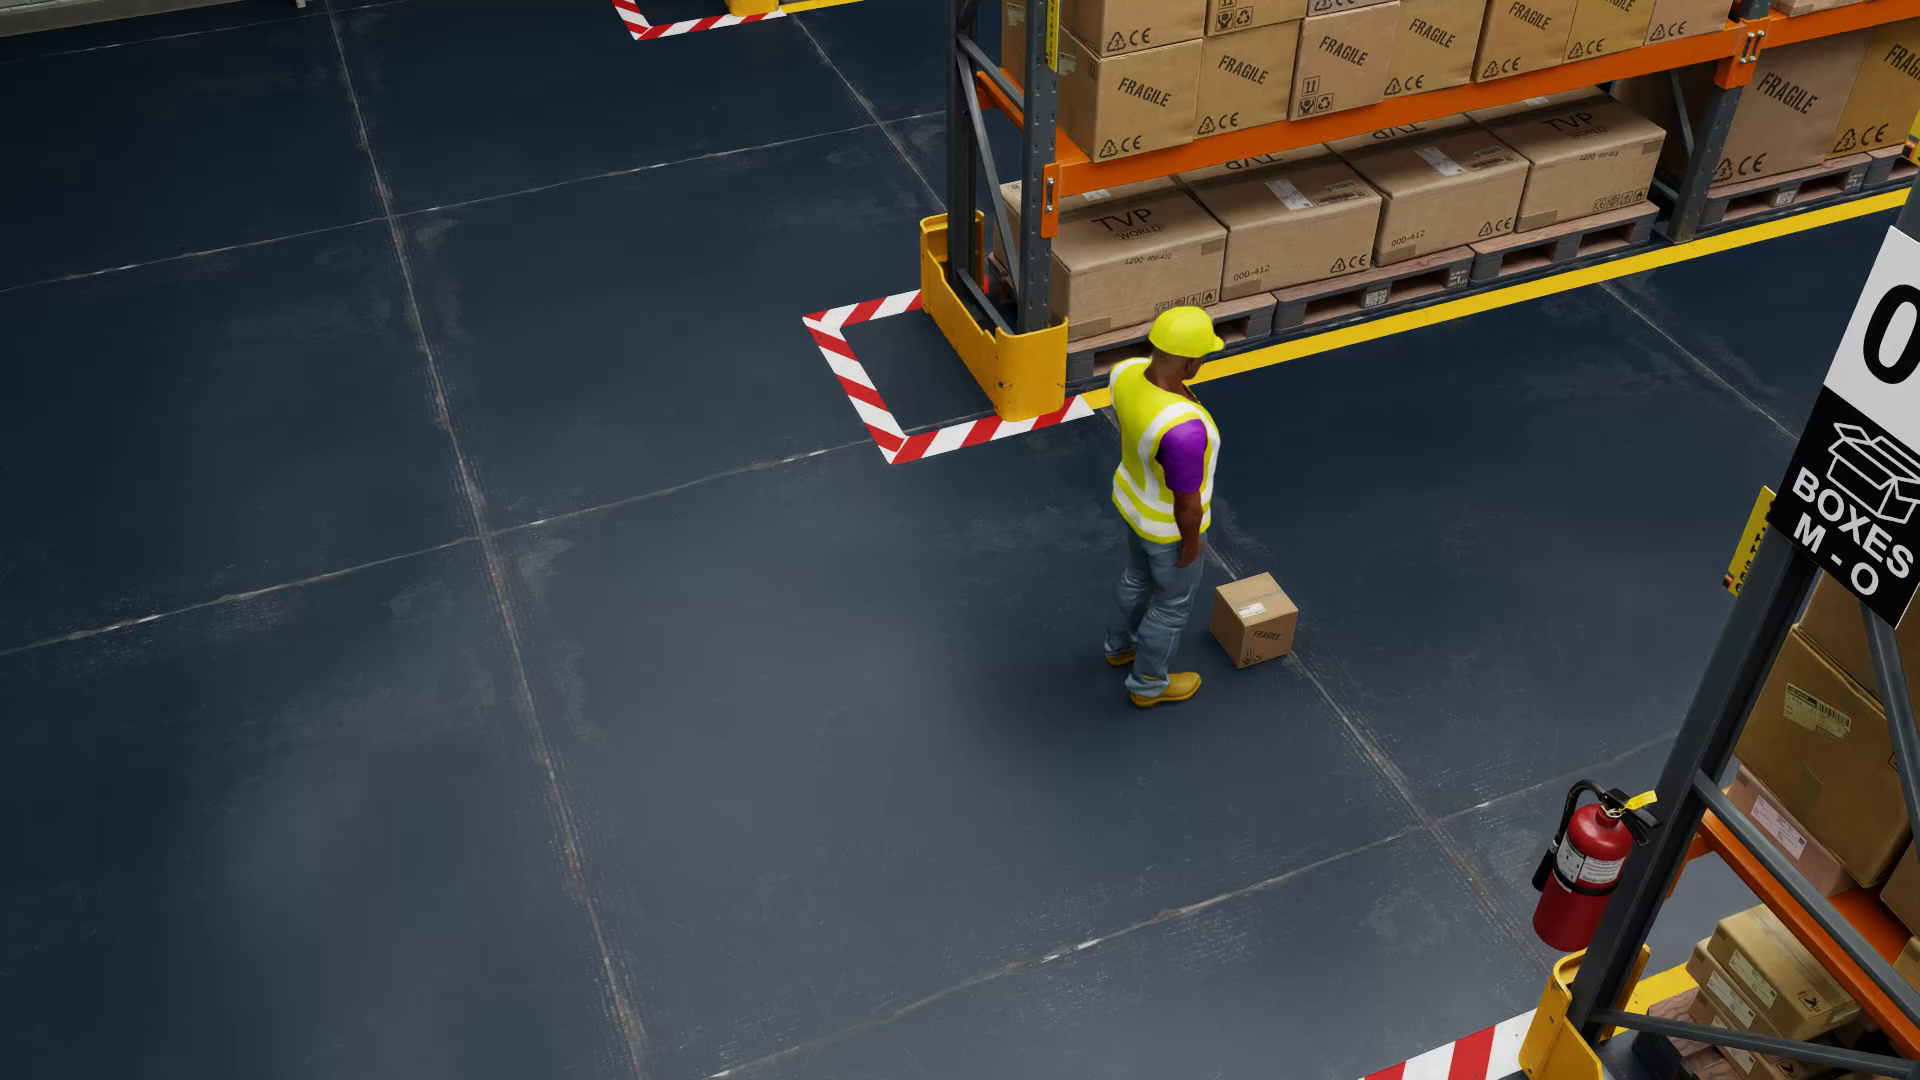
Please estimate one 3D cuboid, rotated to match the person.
[{"bbox_3d":[0.757,-0.125,6.285,0.365,1.760,0.567,-14,44,-16],"label":"person"}]
